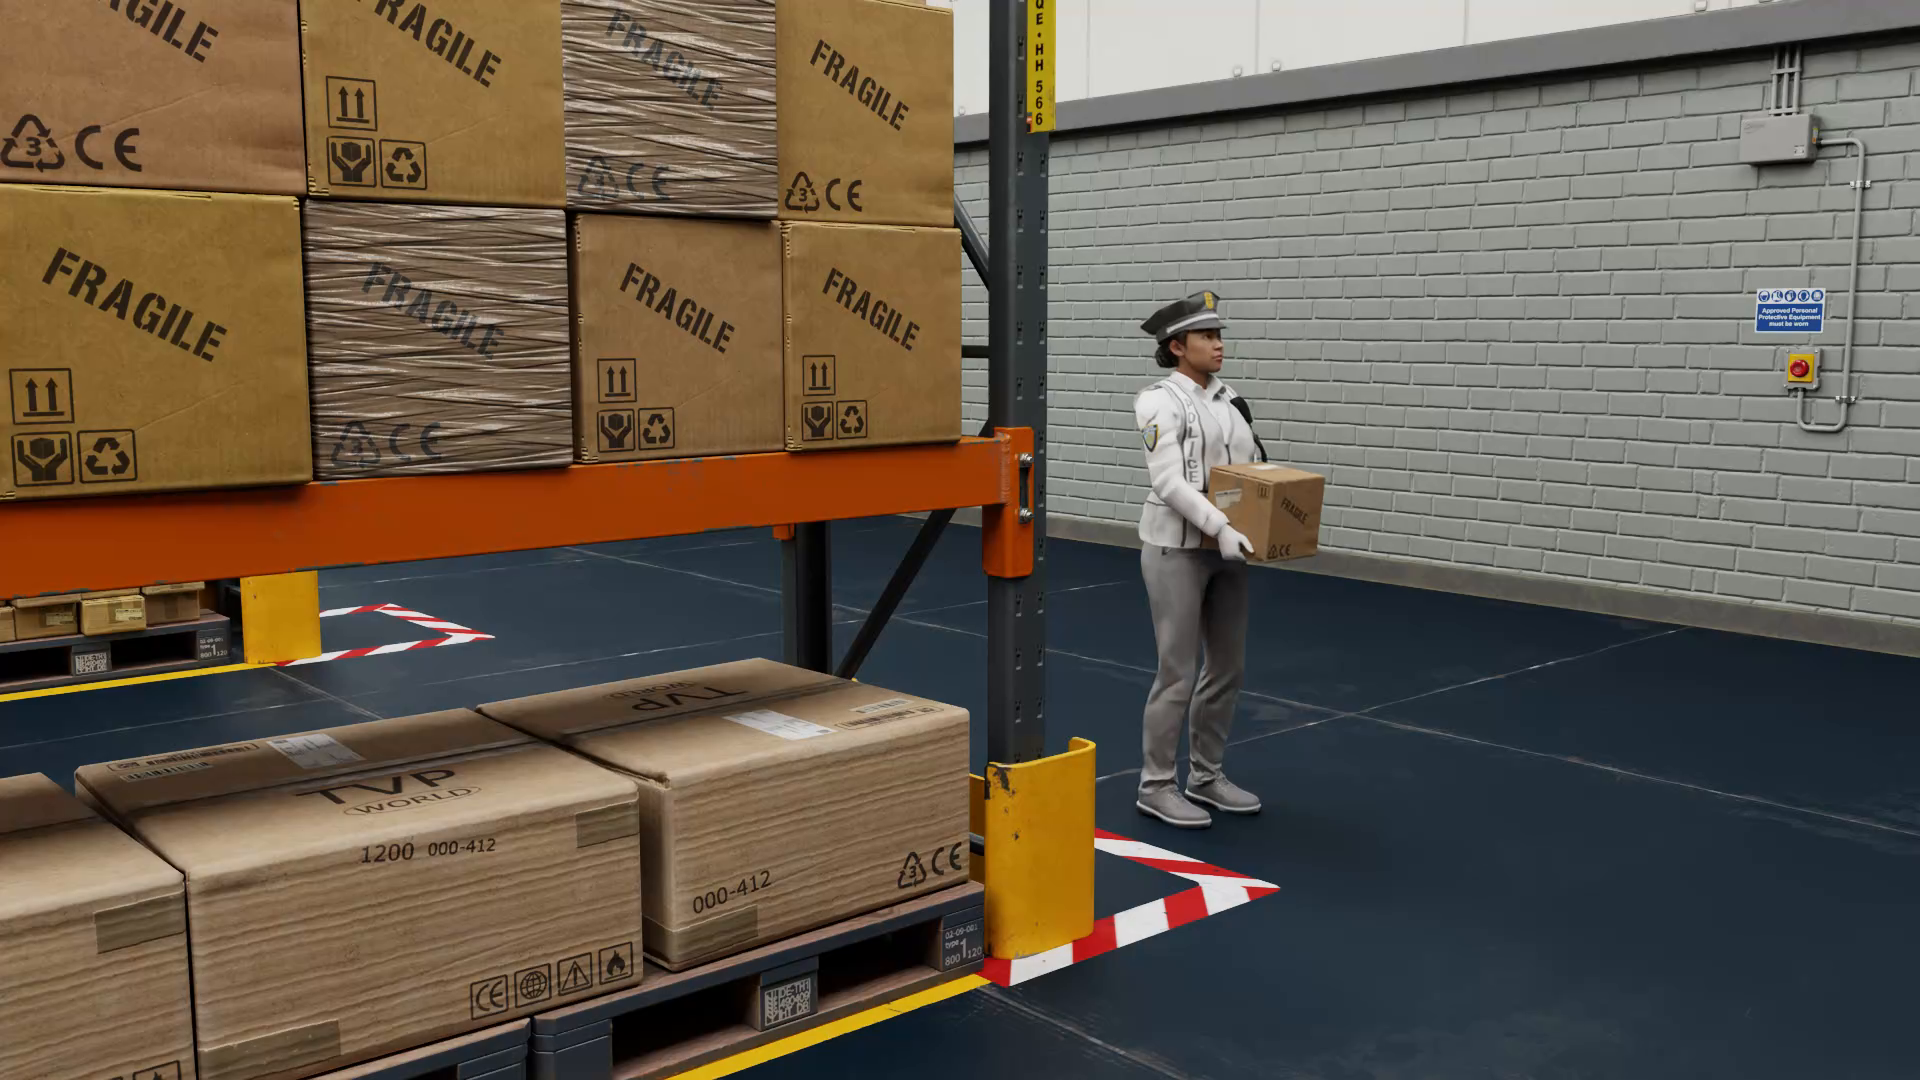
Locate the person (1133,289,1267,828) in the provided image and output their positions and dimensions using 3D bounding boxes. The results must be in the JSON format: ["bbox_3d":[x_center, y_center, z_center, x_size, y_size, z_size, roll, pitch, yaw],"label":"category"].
[{"bbox_3d":[0.802,0.055,5.279,0.459,1.686,0.556,-6,10,-40],"label":"person"}]
